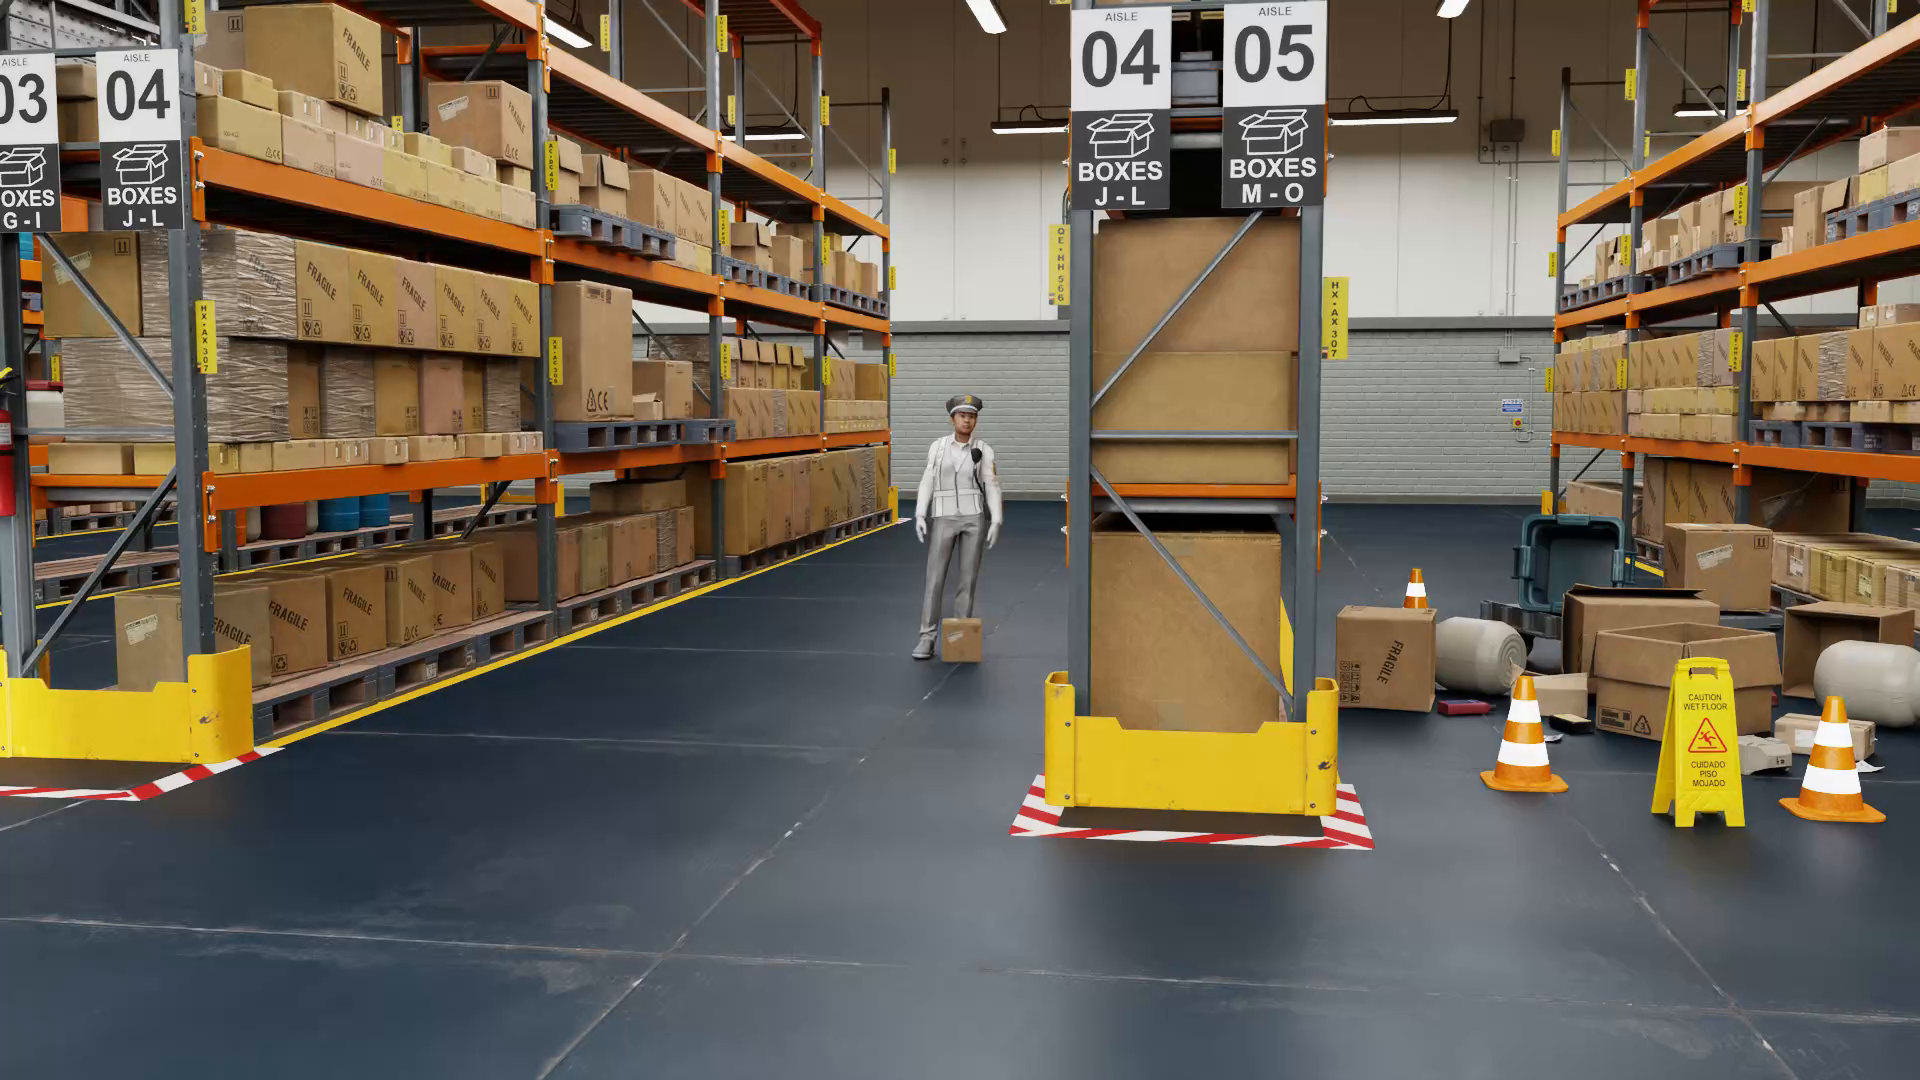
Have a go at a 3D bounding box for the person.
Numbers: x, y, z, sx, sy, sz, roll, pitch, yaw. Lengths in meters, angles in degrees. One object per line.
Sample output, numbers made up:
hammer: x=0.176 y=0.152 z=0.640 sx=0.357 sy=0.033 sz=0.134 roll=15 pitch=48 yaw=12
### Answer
person: x=-0.013 y=-0.100 z=10.829 sx=0.584 sy=1.695 sz=0.533 roll=0 pitch=5 yaw=2
